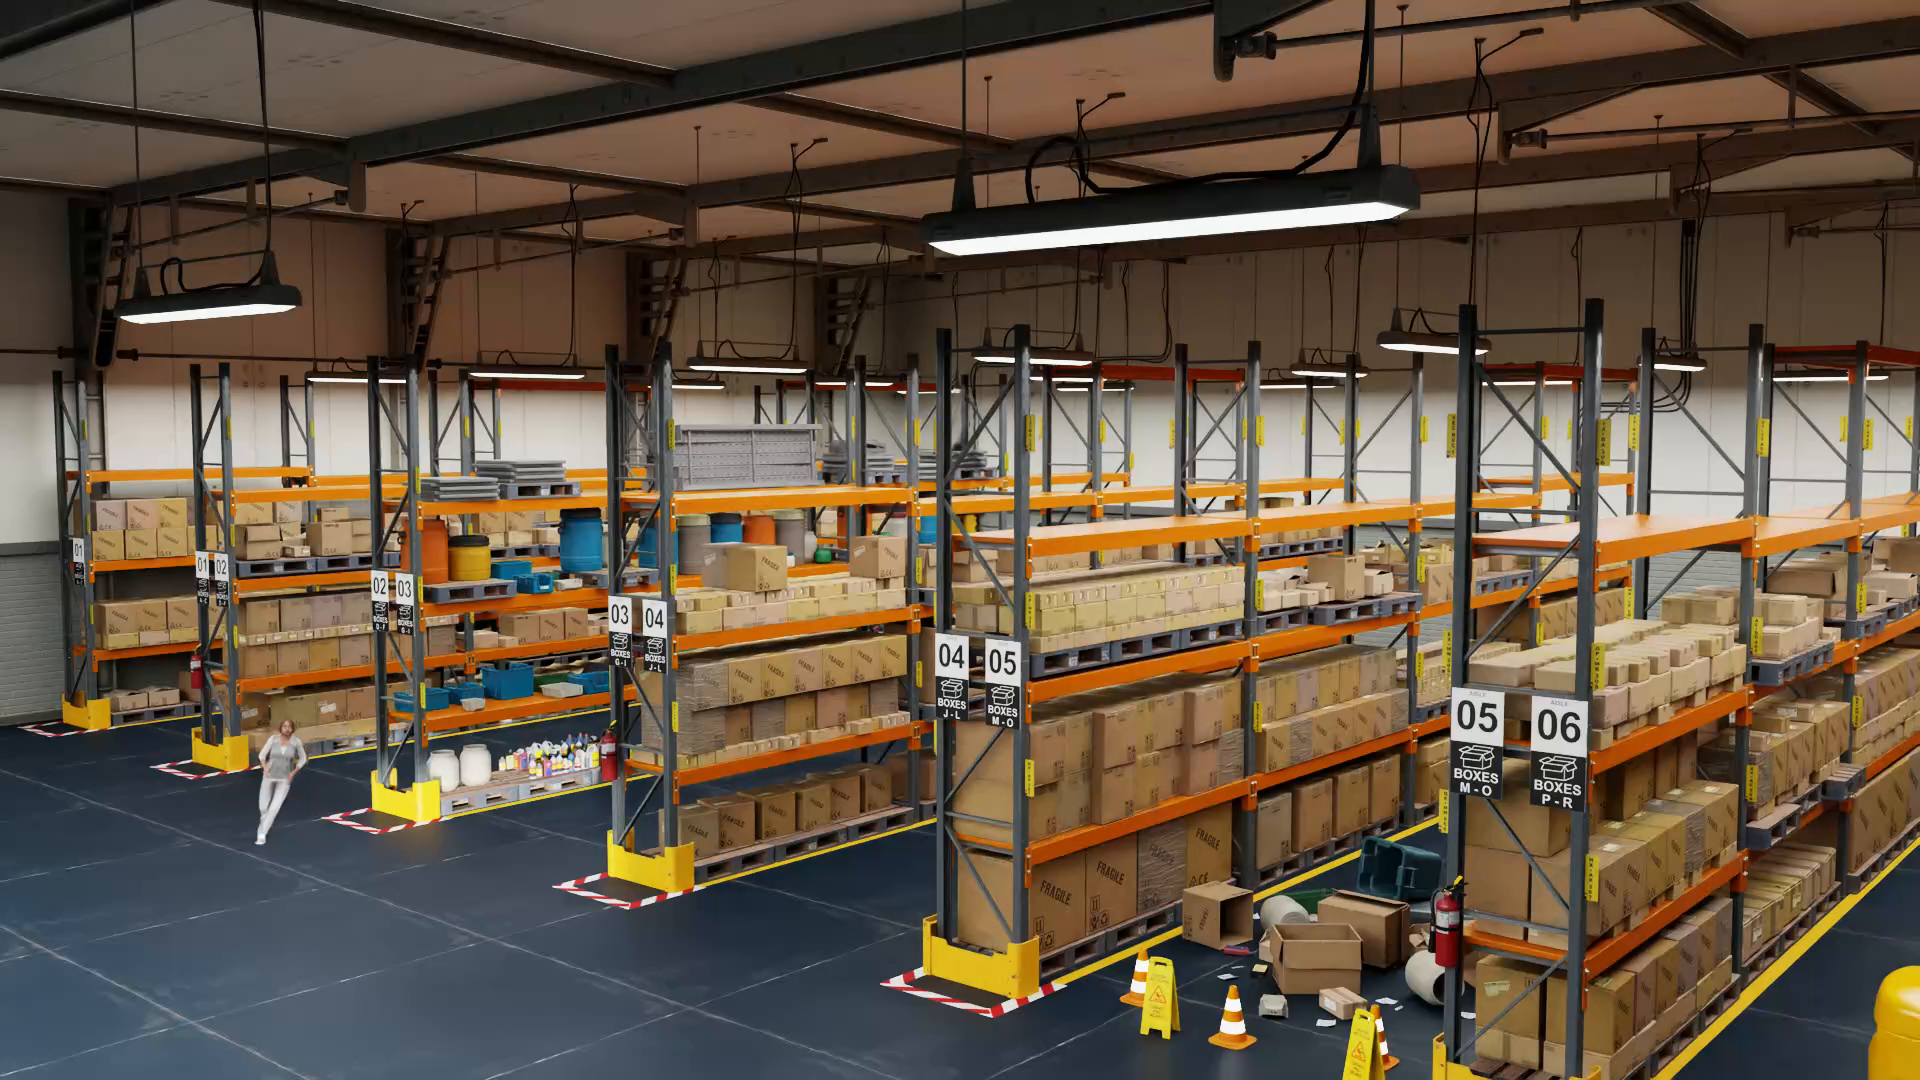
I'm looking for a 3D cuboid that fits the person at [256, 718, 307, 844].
[{"bbox_3d":[-8.373,2.942,20.519,0.592,1.506,0.592,-1,4,-17],"label":"person"}]

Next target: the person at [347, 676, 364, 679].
[{"bbox_3d":[-10.349,2.250,28.413,0.692,1.719,0.589,3,5,37],"label":"person"}]
